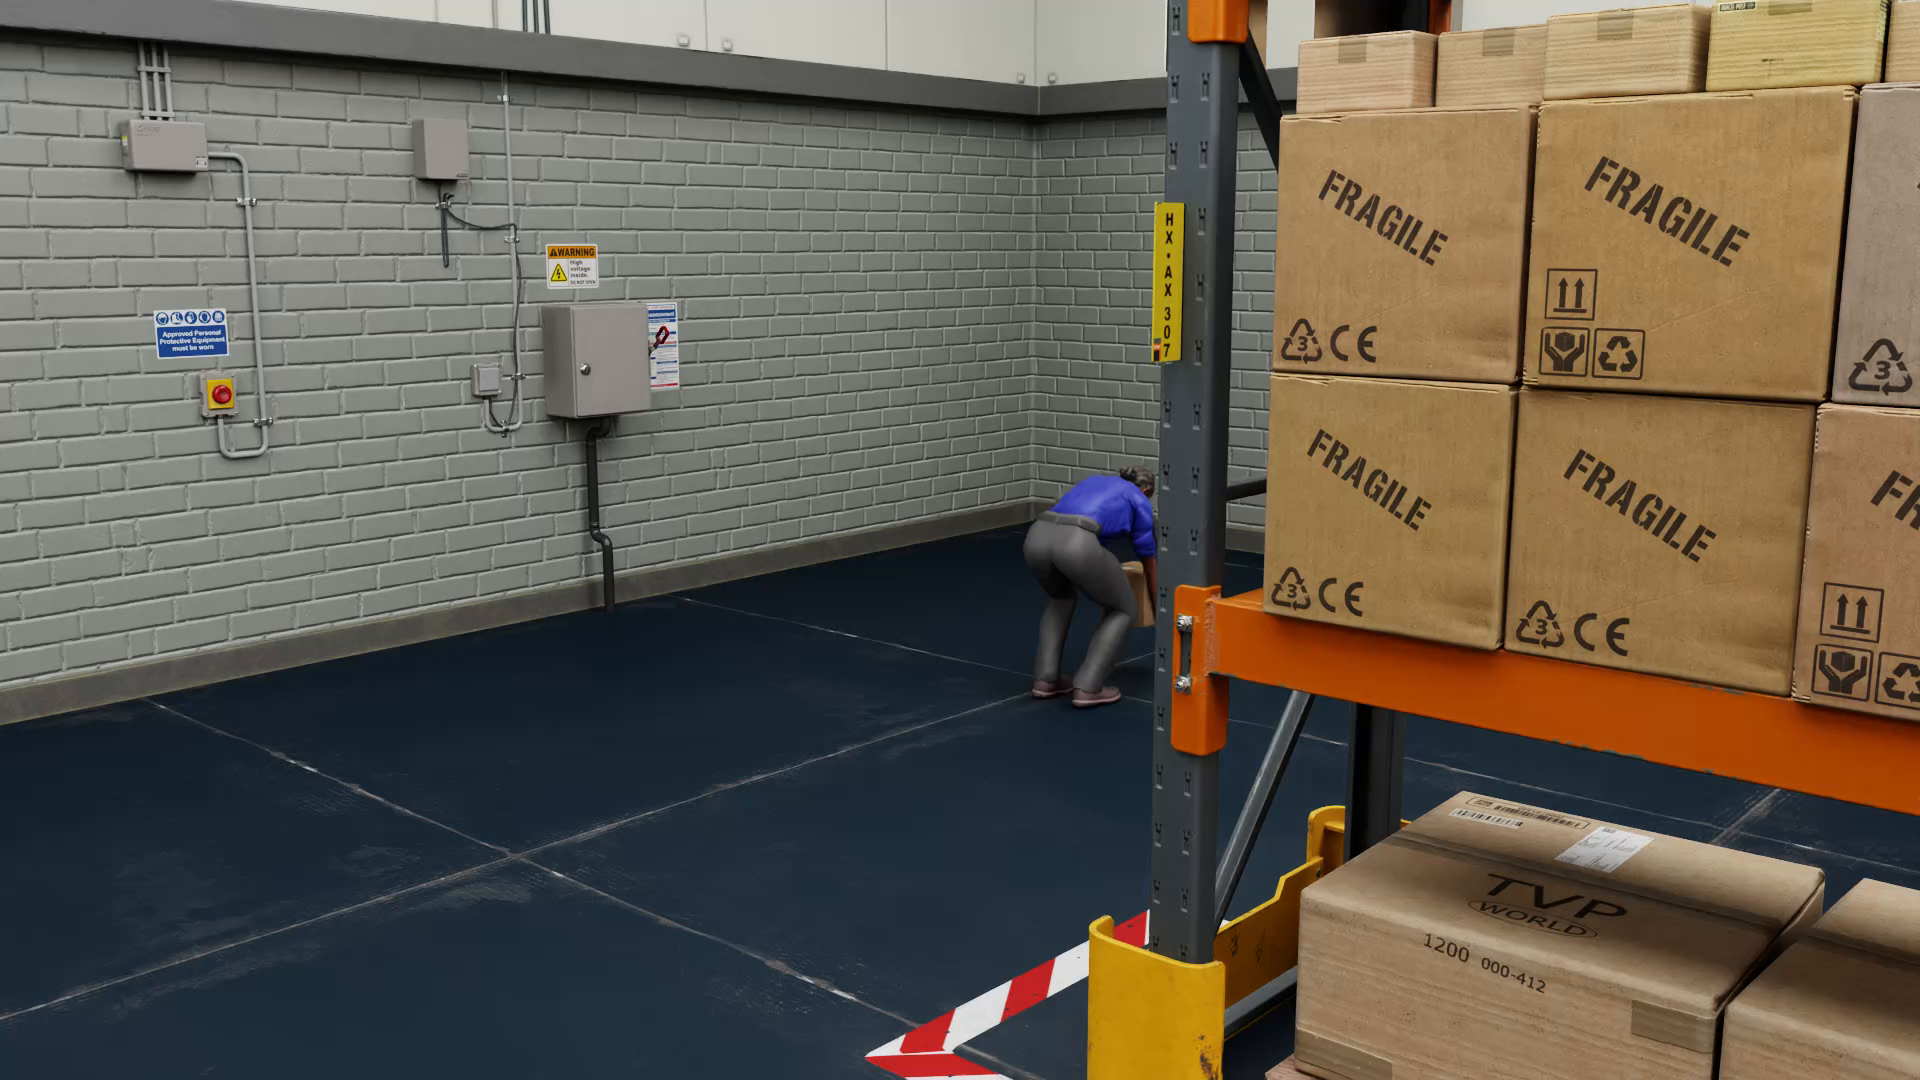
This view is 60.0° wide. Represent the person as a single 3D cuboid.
[{"bbox_3d":[0.634,0.196,7.627,0.460,1.027,0.861,8,13,38],"label":"person"}]
